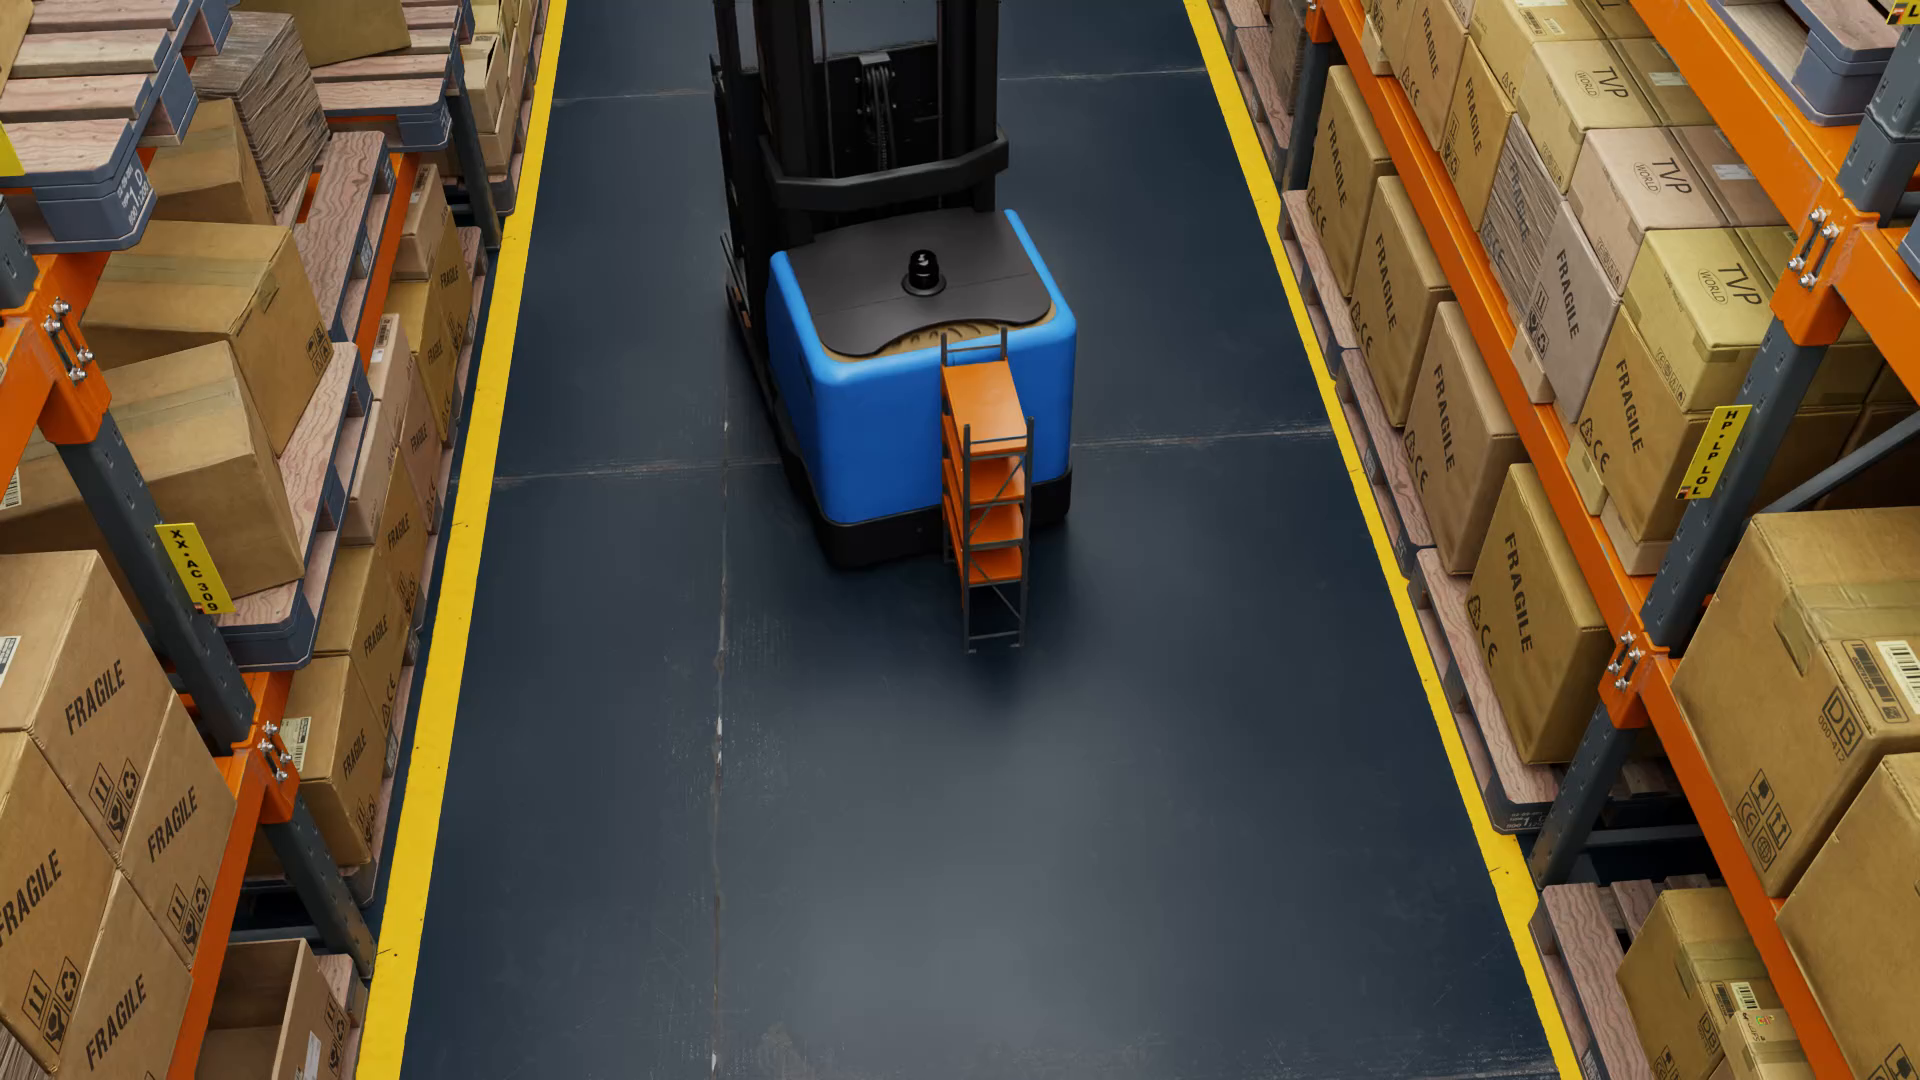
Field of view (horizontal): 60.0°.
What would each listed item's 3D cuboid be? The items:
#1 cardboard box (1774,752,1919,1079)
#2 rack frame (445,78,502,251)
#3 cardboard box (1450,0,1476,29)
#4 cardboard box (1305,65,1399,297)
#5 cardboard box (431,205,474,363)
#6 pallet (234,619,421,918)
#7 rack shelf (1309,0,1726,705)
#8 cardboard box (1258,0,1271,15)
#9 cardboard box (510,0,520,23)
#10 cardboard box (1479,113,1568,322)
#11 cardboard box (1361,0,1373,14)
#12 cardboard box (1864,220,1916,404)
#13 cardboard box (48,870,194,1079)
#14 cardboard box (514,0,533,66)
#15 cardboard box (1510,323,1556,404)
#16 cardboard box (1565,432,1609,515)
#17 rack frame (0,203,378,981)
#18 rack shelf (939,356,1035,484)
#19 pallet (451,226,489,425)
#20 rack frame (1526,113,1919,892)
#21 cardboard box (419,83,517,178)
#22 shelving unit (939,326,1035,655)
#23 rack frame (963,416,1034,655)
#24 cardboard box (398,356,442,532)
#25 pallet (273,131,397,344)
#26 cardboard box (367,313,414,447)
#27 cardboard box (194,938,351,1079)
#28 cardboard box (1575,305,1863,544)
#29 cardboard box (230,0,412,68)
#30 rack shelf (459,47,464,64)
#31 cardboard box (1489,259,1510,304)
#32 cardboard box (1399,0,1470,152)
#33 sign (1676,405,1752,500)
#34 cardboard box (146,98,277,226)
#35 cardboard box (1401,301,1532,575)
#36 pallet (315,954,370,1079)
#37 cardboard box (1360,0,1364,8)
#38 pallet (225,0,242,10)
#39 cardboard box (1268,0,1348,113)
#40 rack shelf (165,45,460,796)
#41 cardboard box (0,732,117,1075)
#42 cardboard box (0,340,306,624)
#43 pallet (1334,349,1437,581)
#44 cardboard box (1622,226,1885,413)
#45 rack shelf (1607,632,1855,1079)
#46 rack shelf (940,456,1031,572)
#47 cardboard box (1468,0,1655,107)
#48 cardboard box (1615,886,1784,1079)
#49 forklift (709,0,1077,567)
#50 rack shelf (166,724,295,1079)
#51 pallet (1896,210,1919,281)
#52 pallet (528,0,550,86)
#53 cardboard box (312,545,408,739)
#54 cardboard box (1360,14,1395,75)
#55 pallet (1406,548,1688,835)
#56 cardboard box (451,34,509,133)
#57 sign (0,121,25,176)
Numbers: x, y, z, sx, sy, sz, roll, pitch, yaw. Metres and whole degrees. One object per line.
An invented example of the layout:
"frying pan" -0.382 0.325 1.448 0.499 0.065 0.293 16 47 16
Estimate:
"cardboard box" 2.570 0.926 3.737 0.980 0.700 0.700 -5 47 -4
"rack frame" -2.786 -2.483 7.172 1.000 3.000 0.127 -3 47 -3
"cardboard box" 2.023 -2.094 5.999 0.500 0.250 0.500 -3 47 -3
"cardboard box" 2.081 -1.652 7.576 0.750 0.750 0.750 -4 47 -4
"cardboard box" -2.473 -1.112 7.293 0.500 0.500 0.500 -2 47 -2
"pallet" -2.556 0.784 5.999 1.003 0.211 1.213 -3 47 -3
"rack shelf" 2.318 -1.092 6.350 1.077 0.370 4.000 -3 47 -3
"cardboard box" 2.041 -3.334 9.396 0.700 0.500 0.500 -4 47 -4
"cardboard box" -2.630 -3.020 8.899 0.500 0.311 0.500 -5 47 -4
"cardboard box" 2.109 -1.087 5.563 0.500 0.500 0.500 -3 47 -3
"cardboard box" 1.936 -2.563 6.961 0.500 0.500 0.500 -2 47 -2
"cardboard box" 2.706 -0.643 4.625 0.500 0.250 0.500 -2 47 -2
"cardboard box" -2.109 1.096 3.714 0.500 0.500 0.500 -2 47 -2
"cardboard box" -2.629 -2.818 9.094 0.500 0.250 0.500 -5 47 -4
"cardboard box" 2.073 -0.599 5.547 0.380 0.149 0.250 -3 47 -3
"cardboard box" 2.130 -0.222 5.190 0.380 0.149 0.250 -3 47 -3
"rack frame" -2.451 0.411 4.431 1.000 3.000 0.127 -3 47 -3
"rack shelf" 0.091 -0.432 5.928 0.258 0.148 0.480 -7 47 -7
"pallet" -2.761 -0.982 7.671 1.003 0.211 1.213 -3 47 -3
"rack frame" 2.485 0.107 4.719 1.000 3.000 0.127 -3 47 -3
"cardboard box" -2.537 -2.079 8.394 0.500 0.250 0.500 -4 47 -3
"shelving unit" 0.091 -0.162 6.213 0.258 1.200 0.503 -7 47 -7
"rack frame" 0.132 0.013 6.048 0.240 1.200 0.015 -7 47 -7
"cardboard box" -2.380 -0.358 6.579 0.500 0.500 0.500 -5 47 -5
"pallet" -2.618 -1.010 5.909 1.003 0.211 1.213 -3 47 -3
"cardboard box" -2.375 -0.590 6.281 0.500 0.250 0.500 -4 47 -4
"cardboard box" -2.120 1.514 4.805 0.500 0.500 0.500 -3 47 -3
"cardboard box" 2.195 -0.355 4.869 0.500 0.500 0.500 -4 47 -4
"cardboard box" -2.620 -2.213 6.558 0.700 0.500 0.500 -18 49 -16
"rack shelf" -2.953 -3.683 8.804 1.077 0.370 4.000 -3 47 -3
"cardboard box" 2.112 -0.962 5.891 0.380 0.149 0.250 -5 47 -4
"cardboard box" 2.011 -1.825 6.261 0.500 0.500 0.500 -4 47 -3
"sign" 1.945 -0.224 4.289 0.100 0.325 0.005 -3 47 -3
"cardboard box" -2.660 -1.042 5.449 0.700 0.500 0.500 -14 48 -13
"cardboard box" 2.224 -0.403 6.394 0.750 0.750 0.750 -2 47 -2
"pallet" -2.394 1.867 4.973 1.003 0.211 1.213 -3 47 -3
"cardboard box" 1.947 -2.455 7.305 0.380 0.149 0.250 -4 47 -4
"pallet" -2.525 -1.782 4.572 1.213 0.211 1.003 -3 47 -3
"cardboard box" 2.038 -2.596 8.698 0.700 0.500 0.500 -3 47 -3
"rack shelf" -2.618 -0.788 6.063 1.077 0.370 4.000 -3 47 -3
"cardboard box" -2.105 0.754 3.349 0.500 0.500 0.500 -4 47 -4
"cardboard box" -2.267 -0.124 4.580 0.700 0.500 0.500 -18 49 -16
"pallet" 2.240 -0.372 7.094 1.003 0.211 1.213 -3 47 -3
"cardboard box" 2.191 -0.616 4.600 0.500 0.250 0.500 -2 47 -2
"rack shelf" 2.653 1.802 3.610 1.077 0.370 4.000 -3 47 -3
"rack shelf" 0.091 -0.115 6.262 0.258 0.148 0.480 -7 47 -7
"cardboard box" 2.072 -1.725 5.650 0.500 0.250 0.500 -4 47 -4
"cardboard box" 2.446 1.370 4.956 0.700 0.500 0.500 -3 47 -3
"forklift" -0.465 -1.991 6.754 1.130 2.935 3.031 -13 48 -12
"rack shelf" -2.283 2.106 3.322 1.077 0.370 4.000 -3 47 -3
"pallet" 2.543 -0.301 3.101 1.003 0.211 1.213 -3 47 -3
"pallet" -2.915 -3.003 9.585 1.003 0.211 1.213 -3 47 -3
"cardboard box" -2.304 0.369 5.889 0.500 0.500 0.500 -3 47 -3
"cardboard box" 1.898 -2.075 6.945 0.380 0.149 0.250 -2 47 -2
"pallet" 2.346 0.513 6.256 1.003 0.211 1.213 -3 47 -3
"cardboard box" -2.537 -2.271 8.190 0.500 0.311 0.500 -2 47 -2
"sign" -1.911 -0.837 3.191 0.100 0.325 0.005 -3 47 -3
